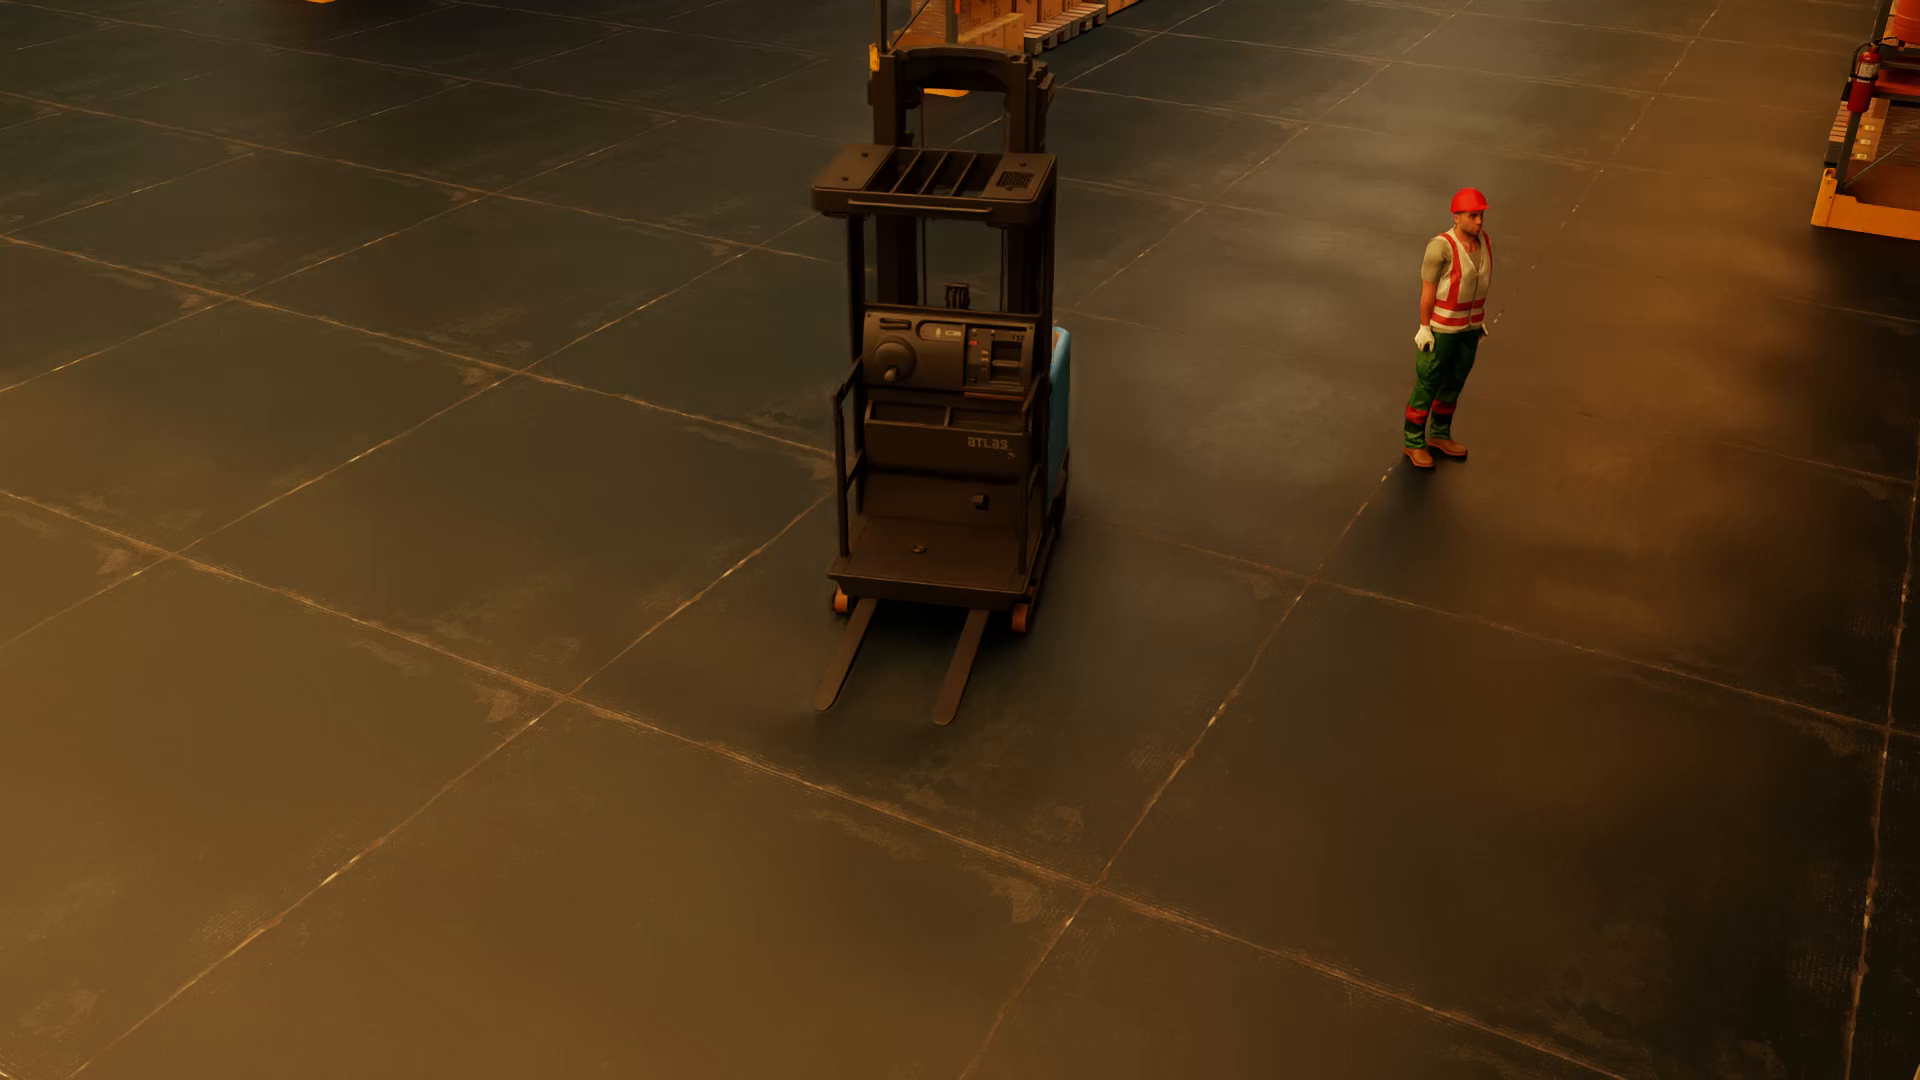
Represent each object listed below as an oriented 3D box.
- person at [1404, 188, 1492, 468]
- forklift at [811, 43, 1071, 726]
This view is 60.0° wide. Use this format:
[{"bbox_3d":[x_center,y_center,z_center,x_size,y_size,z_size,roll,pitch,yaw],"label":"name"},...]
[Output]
[{"bbox_3d":[3.137,-1.350,10.552,0.526,1.796,0.363,-16,34,-26],"label":"person"},{"bbox_3d":[-0.100,-0.960,8.734,1.130,2.935,3.031,6,30,9],"label":"forklift"}]
